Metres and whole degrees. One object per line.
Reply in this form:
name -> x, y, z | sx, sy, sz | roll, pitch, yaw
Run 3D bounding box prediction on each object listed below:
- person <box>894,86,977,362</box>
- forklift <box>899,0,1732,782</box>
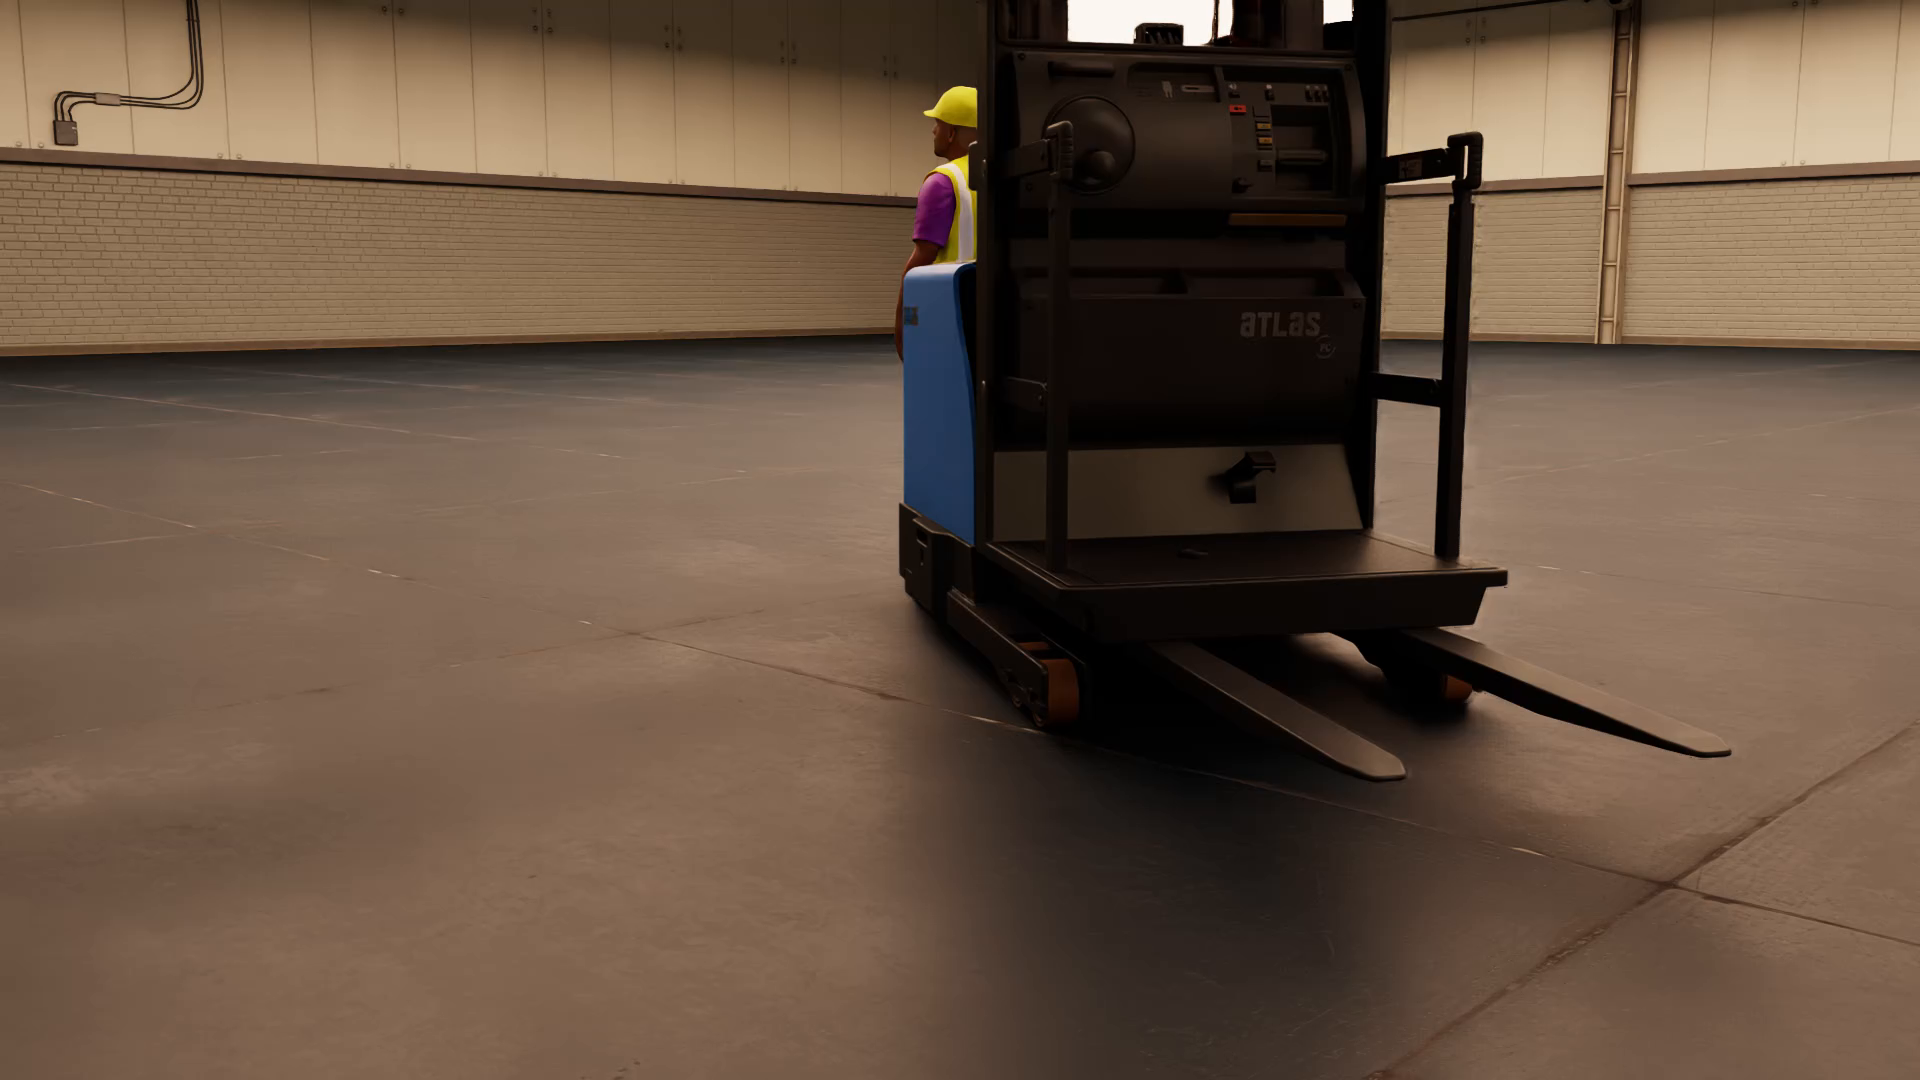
person -> -0.047, -0.888, 6.637 | 0.574, 1.769, 0.665 | 8, 12, 43
forklift -> 0.639, -1.076, 4.019 | 1.130, 2.935, 3.031 | -2, 9, -13
